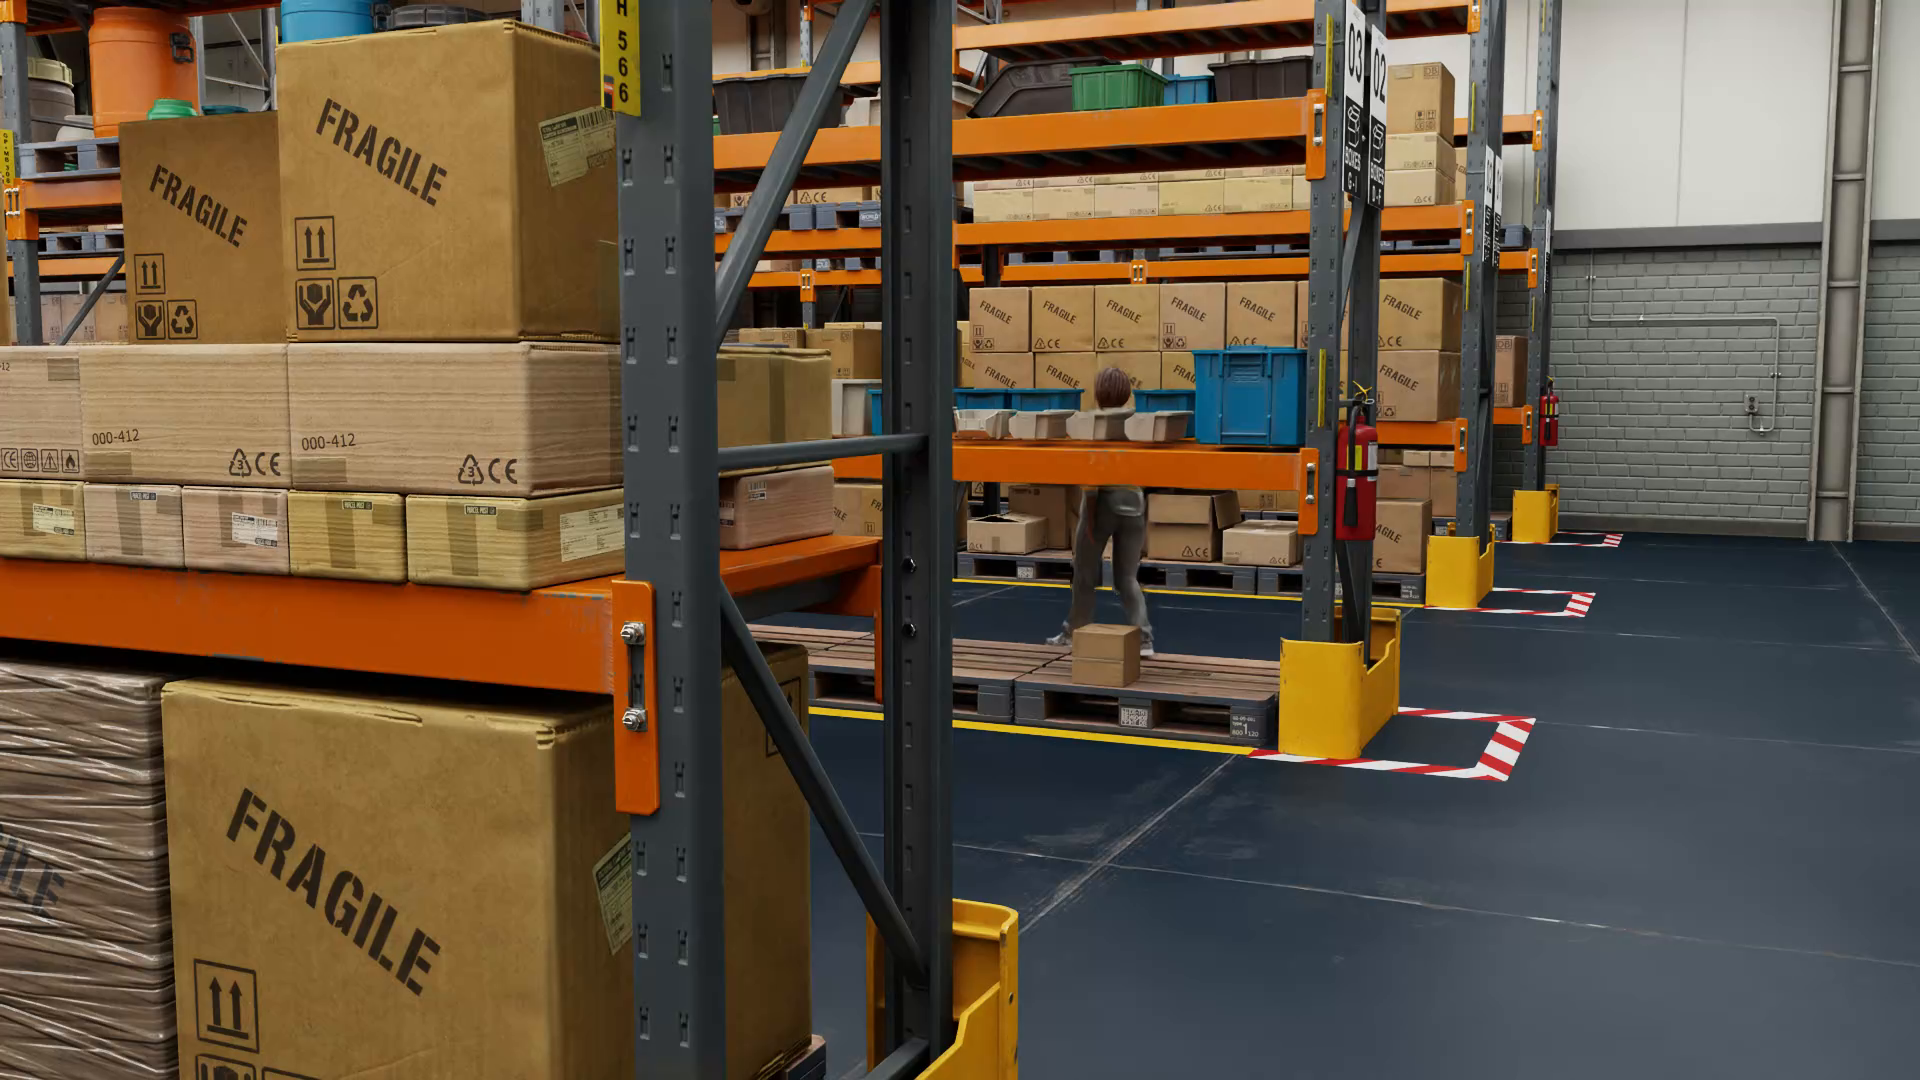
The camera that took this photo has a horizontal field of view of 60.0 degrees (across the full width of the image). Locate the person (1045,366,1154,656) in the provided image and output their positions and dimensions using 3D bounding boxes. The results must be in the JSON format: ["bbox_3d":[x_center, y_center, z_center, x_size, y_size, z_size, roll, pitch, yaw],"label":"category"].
[{"bbox_3d":[0.790,-0.137,8.719,0.422,1.540,0.903,-2,6,-21],"label":"person"}]
